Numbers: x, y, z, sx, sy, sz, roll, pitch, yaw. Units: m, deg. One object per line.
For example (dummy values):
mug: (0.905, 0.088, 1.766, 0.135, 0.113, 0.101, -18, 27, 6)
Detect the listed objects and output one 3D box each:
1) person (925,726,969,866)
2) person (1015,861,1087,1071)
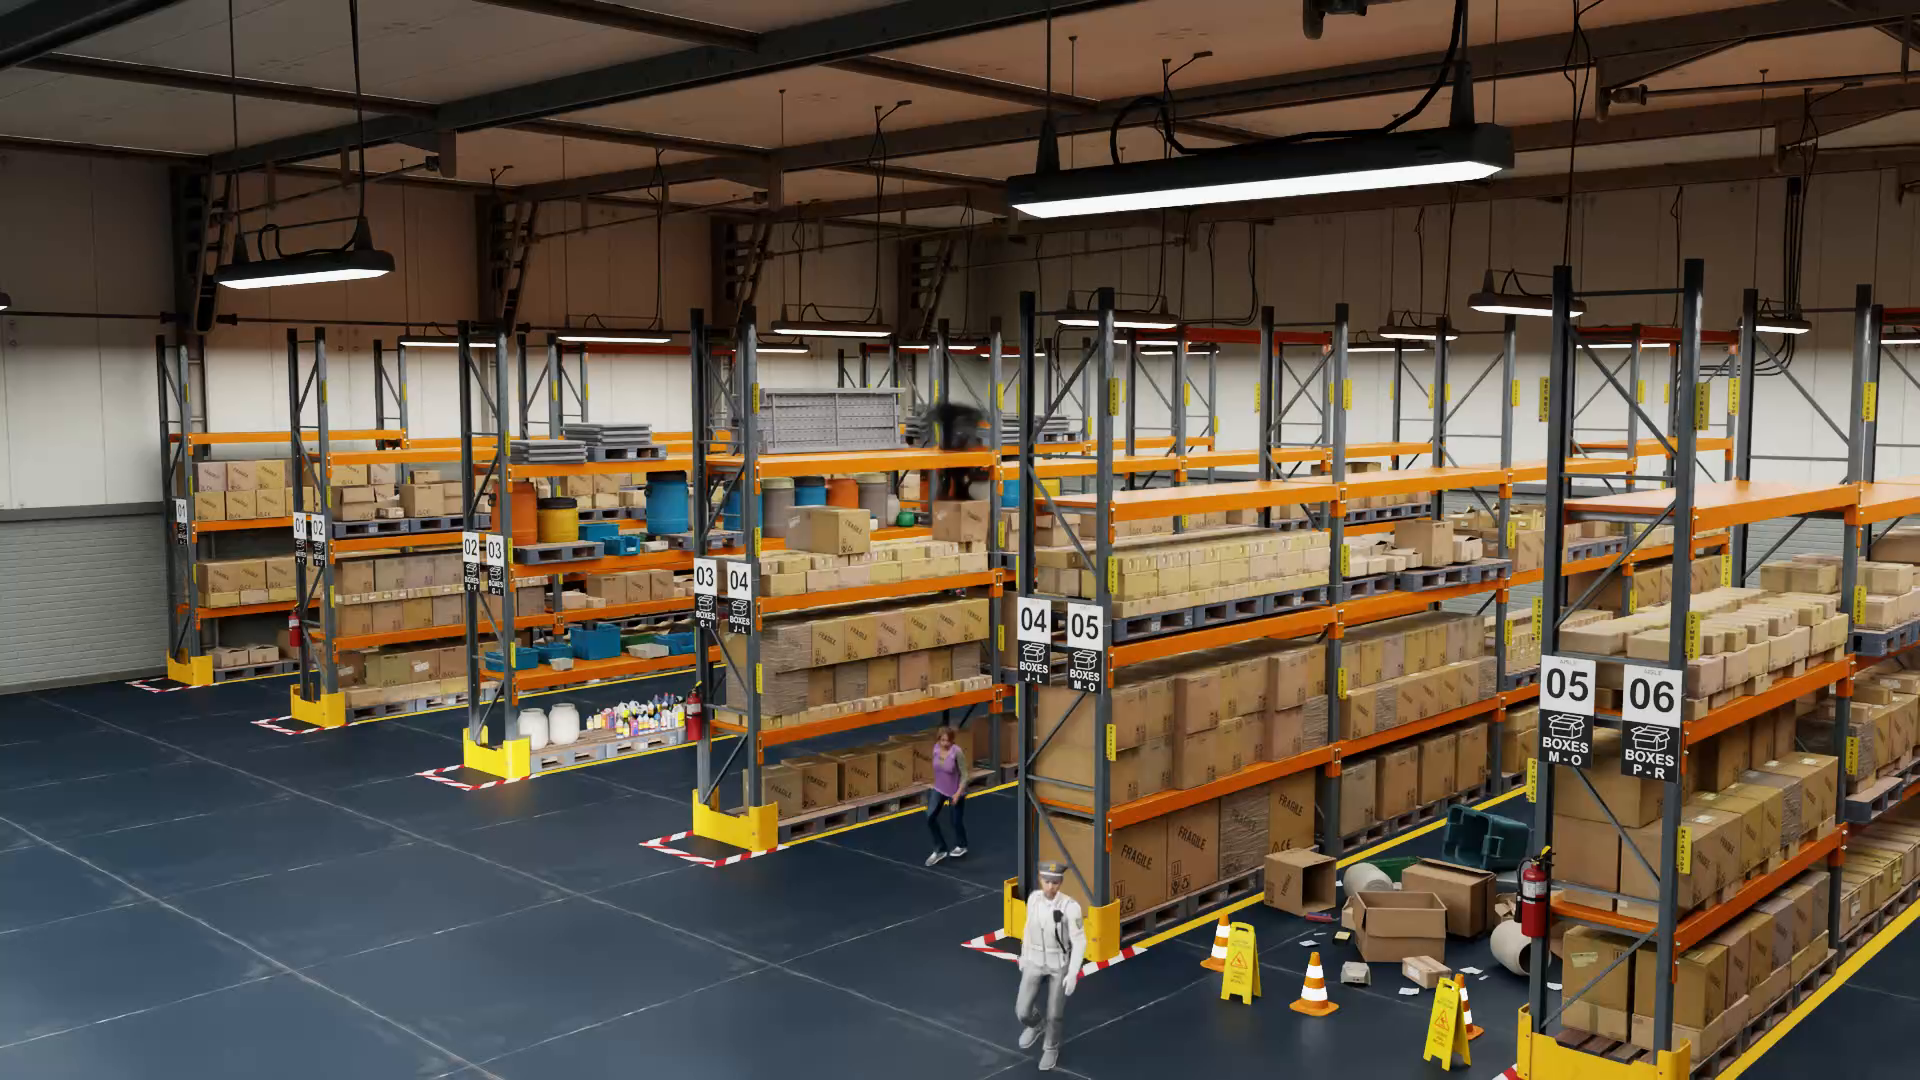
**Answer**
person: (-0.097, 2.721, 17.913, 0.508, 1.532, 0.744, 2, 6, 25)
person: (0.687, 3.180, 12.457, 0.599, 1.662, 0.540, 2, 6, 20)
